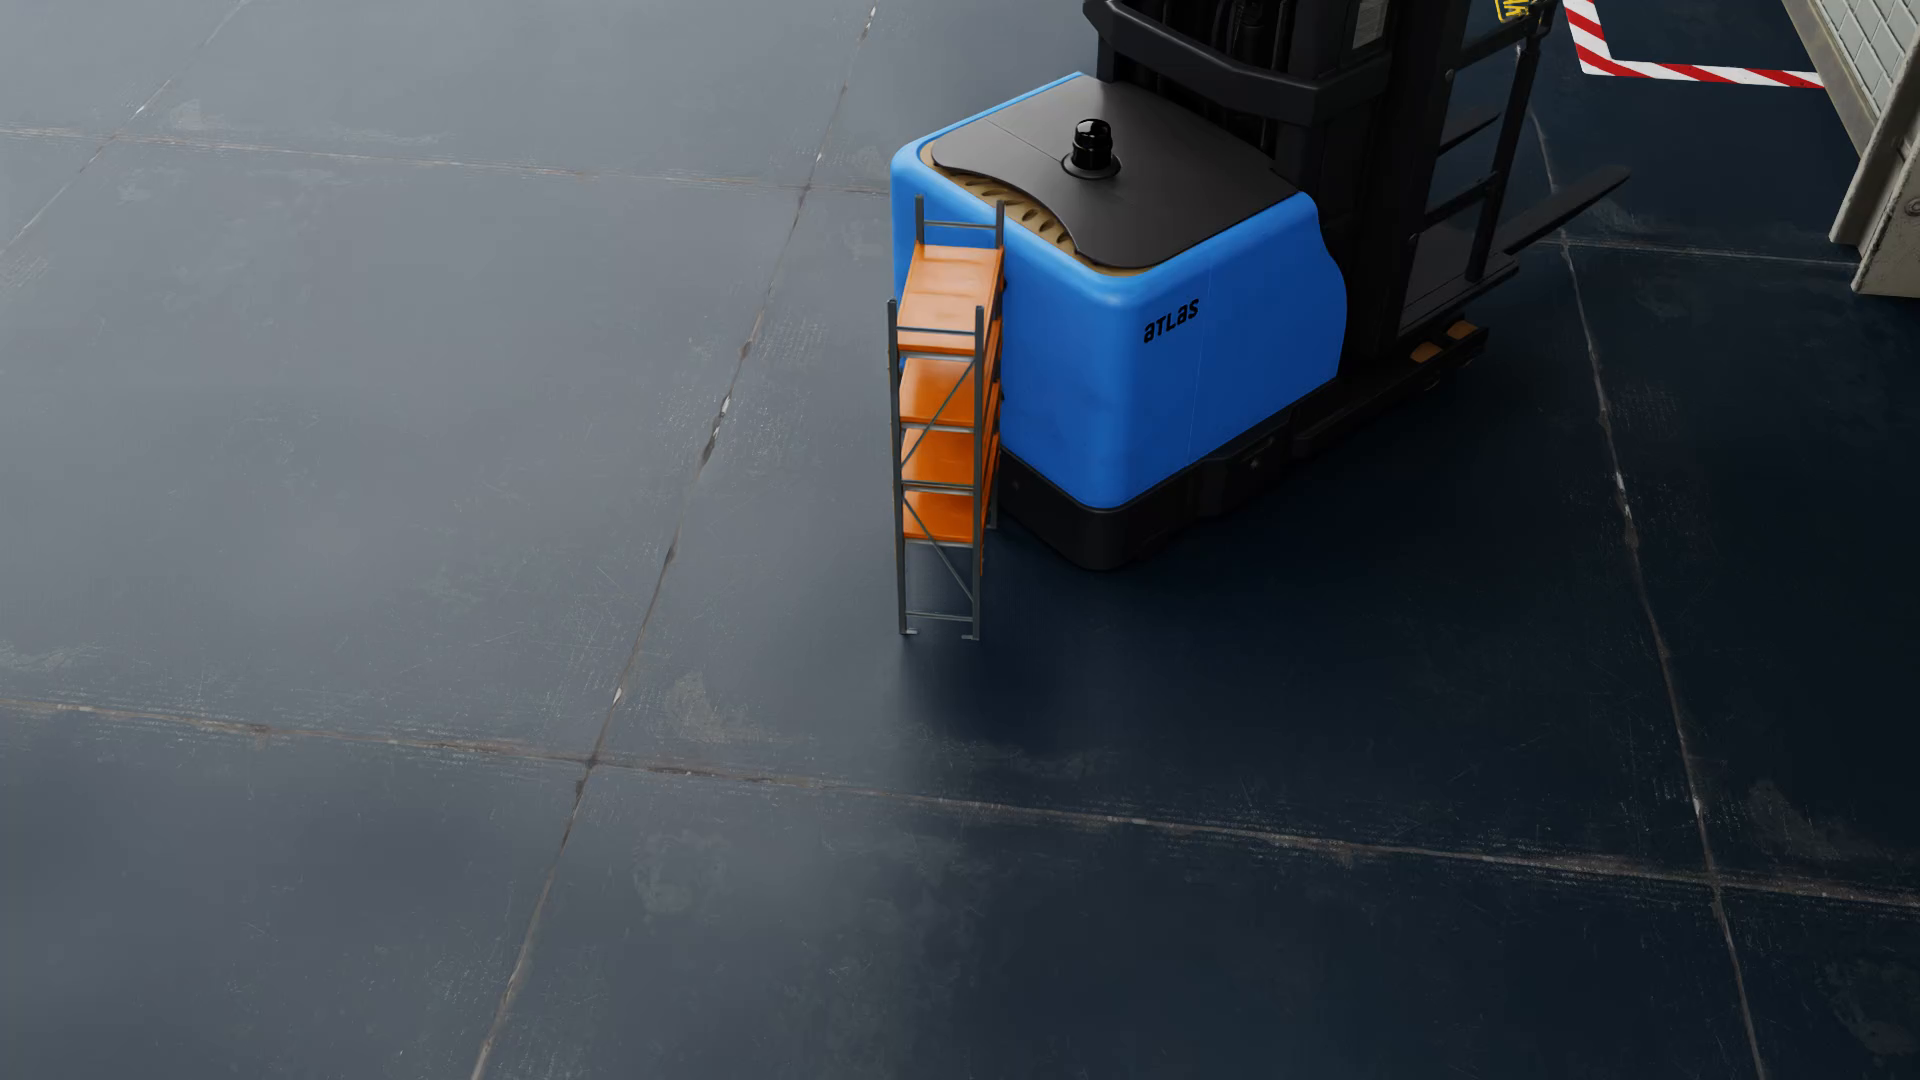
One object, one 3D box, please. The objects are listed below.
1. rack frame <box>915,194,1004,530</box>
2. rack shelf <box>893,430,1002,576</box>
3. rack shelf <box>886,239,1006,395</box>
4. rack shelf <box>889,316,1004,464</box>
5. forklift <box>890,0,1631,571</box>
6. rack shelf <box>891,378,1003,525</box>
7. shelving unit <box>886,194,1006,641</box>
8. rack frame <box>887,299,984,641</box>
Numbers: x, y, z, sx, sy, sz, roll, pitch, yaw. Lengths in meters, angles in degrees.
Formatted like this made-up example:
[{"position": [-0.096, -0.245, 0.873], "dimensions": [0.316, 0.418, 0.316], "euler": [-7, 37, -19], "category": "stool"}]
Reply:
[{"position": [-0.001, -0.483, 4.887], "dimensions": [0.240, 1.200, 0.015], "euler": [5, 44, 5], "category": "rack frame"}, {"position": [-0.031, -0.124, 4.894], "dimensions": [0.258, 0.148, 0.480], "euler": [5, 44, 5], "category": "rack shelf"}, {"position": [-0.031, -0.602, 4.441], "dimensions": [0.258, 0.148, 0.480], "euler": [5, 44, 5], "category": "rack shelf"}, {"position": [-0.031, -0.430, 4.604], "dimensions": [0.258, 0.148, 0.480], "euler": [5, 44, 5], "category": "rack shelf"}, {"position": [1.229, -1.836, 5.057], "dimensions": [3.031, 2.935, 1.130], "euler": [-30, 51, -28], "category": "forklift"}, {"position": [-0.031, -0.268, 4.758], "dimensions": [0.258, 0.148, 0.480], "euler": [5, 44, 5], "category": "rack shelf"}, {"position": [-0.031, -0.317, 4.712], "dimensions": [0.258, 1.200, 0.503], "euler": [5, 44, 5], "category": "shelving unit"}, {"position": [-0.061, -0.150, 4.536], "dimensions": [0.240, 1.200, 0.015], "euler": [5, 44, 5], "category": "rack frame"}]
